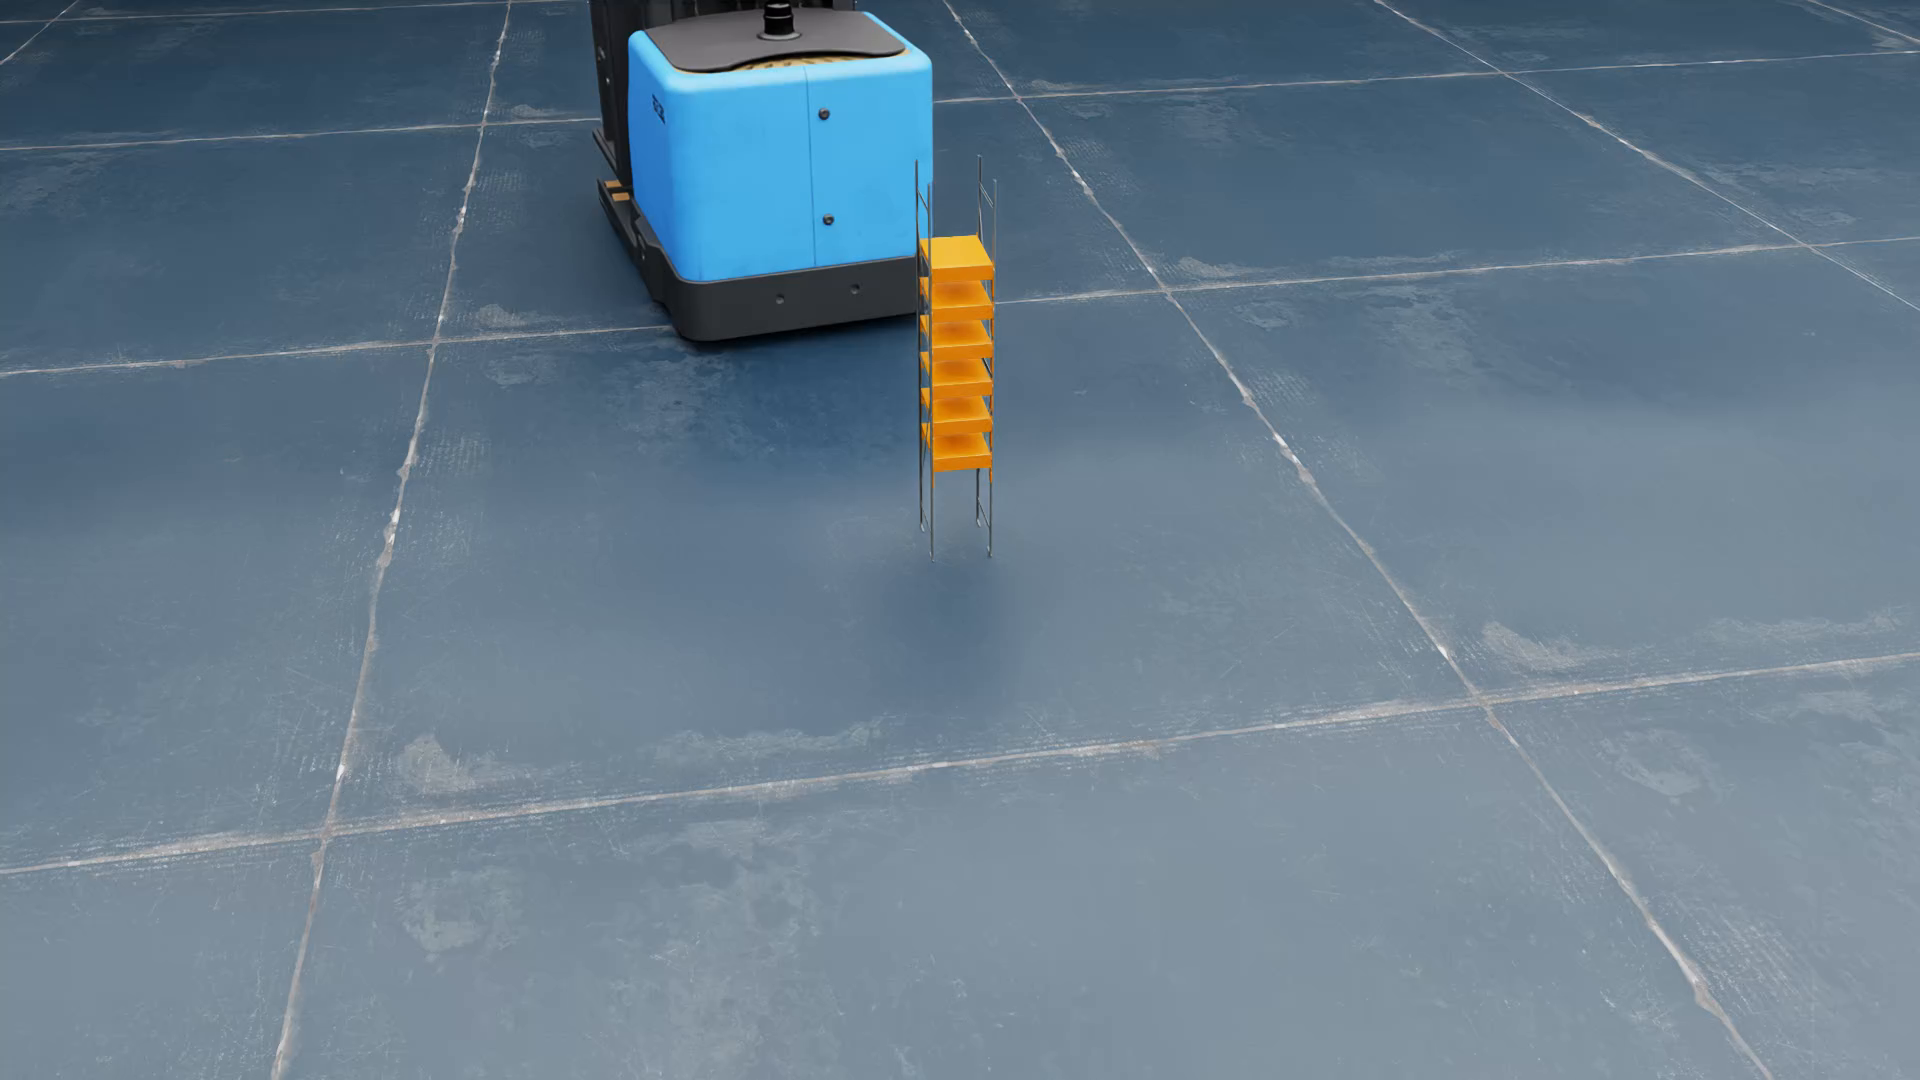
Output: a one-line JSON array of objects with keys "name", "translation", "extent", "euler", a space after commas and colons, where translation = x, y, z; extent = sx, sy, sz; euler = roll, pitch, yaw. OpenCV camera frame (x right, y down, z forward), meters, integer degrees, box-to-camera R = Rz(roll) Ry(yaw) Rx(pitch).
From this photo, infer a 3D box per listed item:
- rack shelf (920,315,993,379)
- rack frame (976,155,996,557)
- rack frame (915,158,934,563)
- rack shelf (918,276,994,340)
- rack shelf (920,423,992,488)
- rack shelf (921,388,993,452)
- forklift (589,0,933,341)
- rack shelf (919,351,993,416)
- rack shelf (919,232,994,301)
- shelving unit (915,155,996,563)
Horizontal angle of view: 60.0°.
[{"name": "rack shelf", "translation": [-0.014, -0.581, 4.905], "extent": [0.180, 0.103, 0.258], "euler": [-5, 31, -9]}, {"name": "rack frame", "translation": [0.076, -0.524, 4.958], "extent": [0.006, 1.200, 0.240], "euler": [-5, 31, -9]}, {"name": "rack frame", "translation": [-0.104, -0.508, 4.929], "extent": [0.006, 1.200, 0.240], "euler": [-5, 31, -9]}, {"name": "rack shelf", "translation": [-0.014, -0.684, 4.844], "extent": [0.180, 0.103, 0.258], "euler": [-5, 31, -9]}, {"name": "rack shelf", "translation": [-0.014, -0.271, 5.088], "extent": [0.180, 0.103, 0.258], "euler": [-5, 31, -9]}, {"name": "rack shelf", "translation": [-0.014, -0.374, 5.027], "extent": [0.180, 0.103, 0.258], "euler": [-5, 31, -9]}, {"name": "forklift", "translation": [-1.067, -2.764, 7.059], "extent": [1.130, 2.935, 3.031], "euler": [-10, 32, -17]}, {"name": "rack shelf", "translation": [-0.014, -0.478, 4.966], "extent": [0.180, 0.103, 0.258], "euler": [-5, 31, -9]}, {"name": "rack shelf", "translation": [-0.014, -0.788, 4.784], "extent": [0.180, 0.103, 0.258], "euler": [-5, 31, -9]}, {"name": "shelving unit", "translation": [-0.014, -0.516, 4.944], "extent": [0.189, 1.200, 0.258], "euler": [-5, 31, -9]}]
